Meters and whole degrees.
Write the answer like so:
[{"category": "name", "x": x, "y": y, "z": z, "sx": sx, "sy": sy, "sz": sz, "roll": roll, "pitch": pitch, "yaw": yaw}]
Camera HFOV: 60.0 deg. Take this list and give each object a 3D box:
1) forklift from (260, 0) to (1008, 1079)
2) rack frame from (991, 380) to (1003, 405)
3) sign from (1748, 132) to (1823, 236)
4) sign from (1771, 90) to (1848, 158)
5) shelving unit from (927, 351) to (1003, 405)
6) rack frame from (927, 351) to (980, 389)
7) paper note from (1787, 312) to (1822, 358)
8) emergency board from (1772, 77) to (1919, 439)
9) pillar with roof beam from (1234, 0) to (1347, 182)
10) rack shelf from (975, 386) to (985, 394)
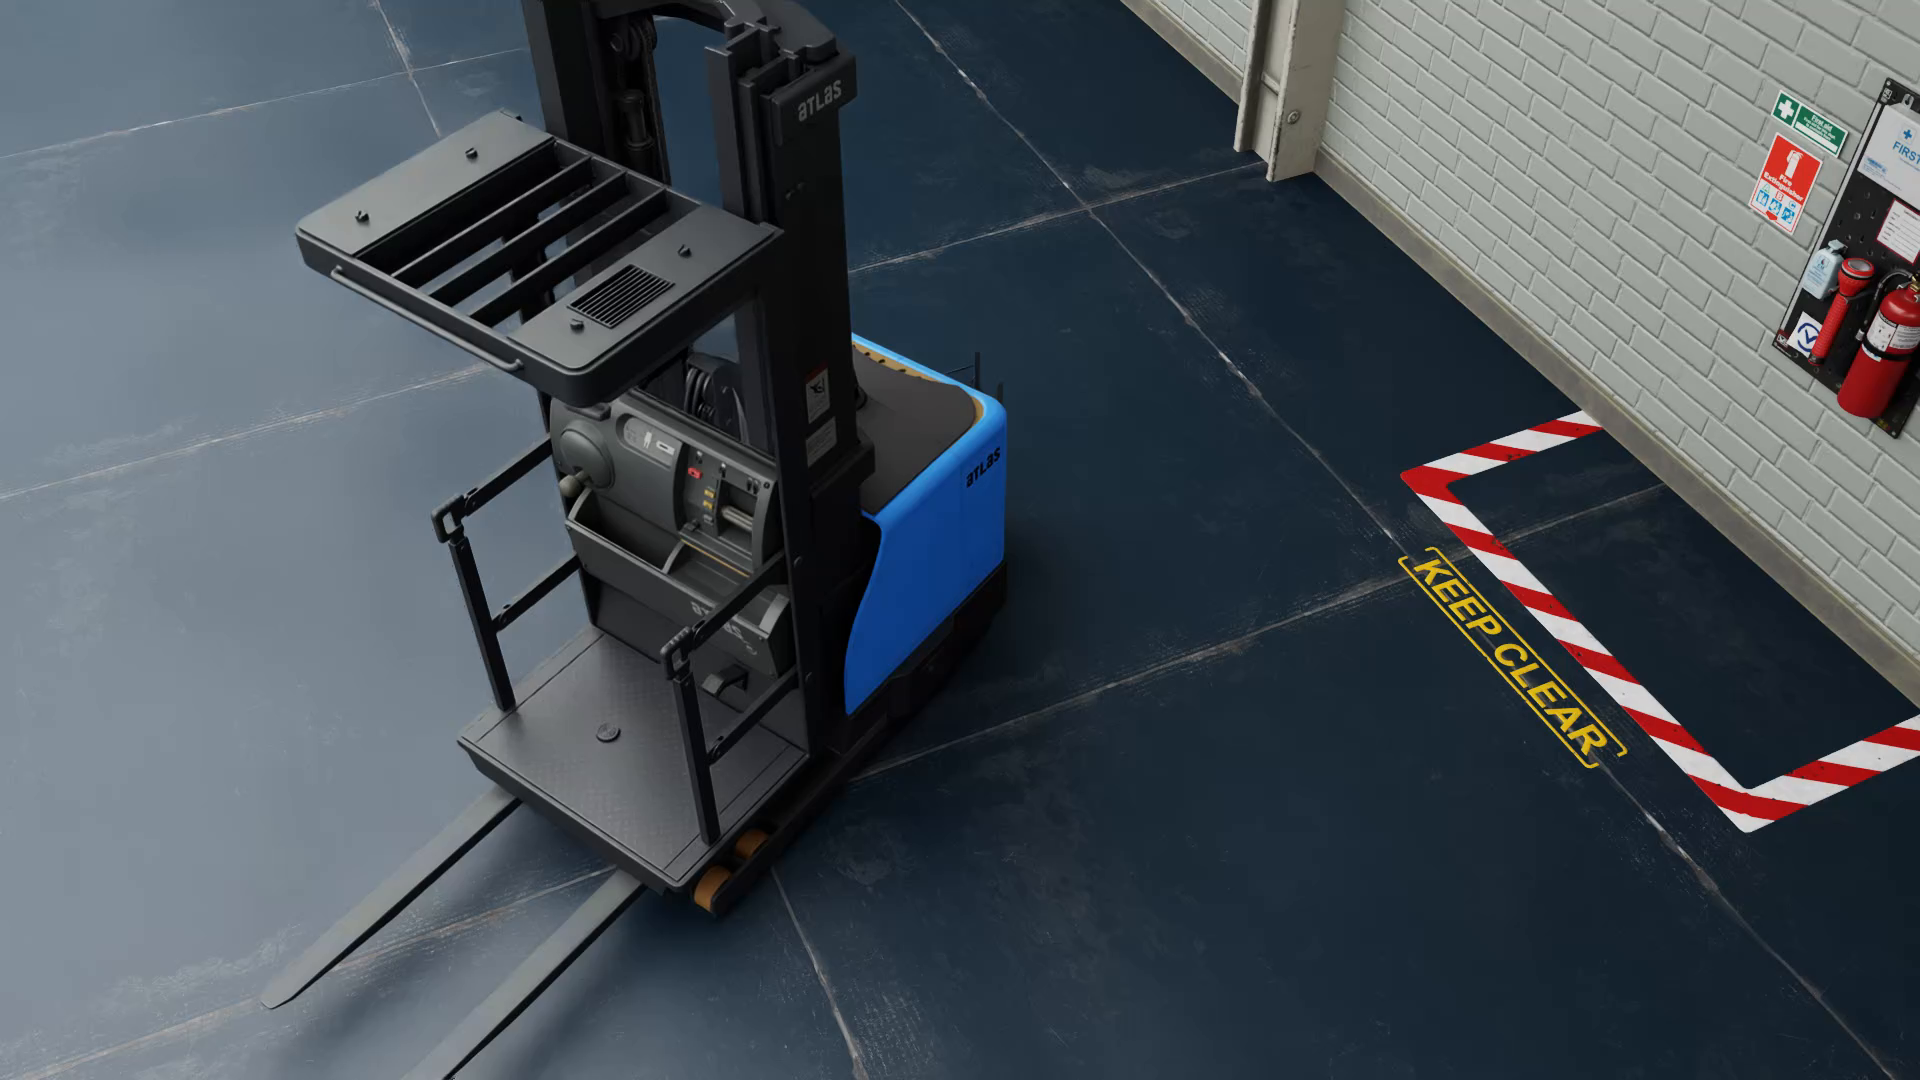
[{"category": "forklift", "x": -1.081, "y": -0.138, "z": 5.172, "sx": 1.130, "sy": 2.935, "sz": 3.031, "roll": 27, "pitch": 51, "yaw": 25}, {"category": "rack frame", "x": 0.058, "y": -0.263, "z": 6.745, "sx": 0.240, "sy": 0.900, "sz": 0.006, "roll": -19, "pitch": 48, "yaw": -18}, {"category": "sign", "x": 3.139, "y": -1.355, "z": 6.331, "sx": 0.001, "sy": 0.329, "sz": 0.234, "roll": -18, "pitch": 47, "yaw": -17}, {"category": "sign", "x": 3.132, "y": -1.538, "z": 6.139, "sx": 0.001, "sy": 0.109, "sz": 0.331, "roll": -18, "pitch": 47, "yaw": -17}, {"category": "shelving unit", "x": 0.014, "y": -0.328, "z": 6.810, "sx": 0.258, "sy": 0.900, "sz": 0.210, "roll": -19, "pitch": 48, "yaw": -18}, {"category": "rack frame", "x": -0.030, "y": -0.392, "z": 6.875, "sx": 0.240, "sy": 0.900, "sz": 0.006, "roll": -19, "pitch": 48, "yaw": -18}, {"category": "paper note", "x": 3.266, "y": -0.779, "z": 6.400, "sx": 0.016, "sy": 0.148, "sz": 0.142, "roll": -18, "pitch": 47, "yaw": -17}, {"category": "emergency board", "x": 3.278, "y": -0.960, "z": 5.956, "sx": 0.194, "sy": 1.169, "sz": 0.643, "roll": -18, "pitch": 47, "yaw": -17}, {"category": "pillar with roof beam", "x": -2.147, "y": -4.061, "z": 4.828, "sx": 9.100, "sy": 9.000, "sz": 0.400, "roll": -18, "pitch": 47, "yaw": -17}, {"category": "rack shelf", "x": 0.014, "y": -0.496, "z": 6.644, "sx": 0.258, "sy": 0.077, "sz": 0.200, "roll": -19, "pitch": 48, "yaw": -18}]
